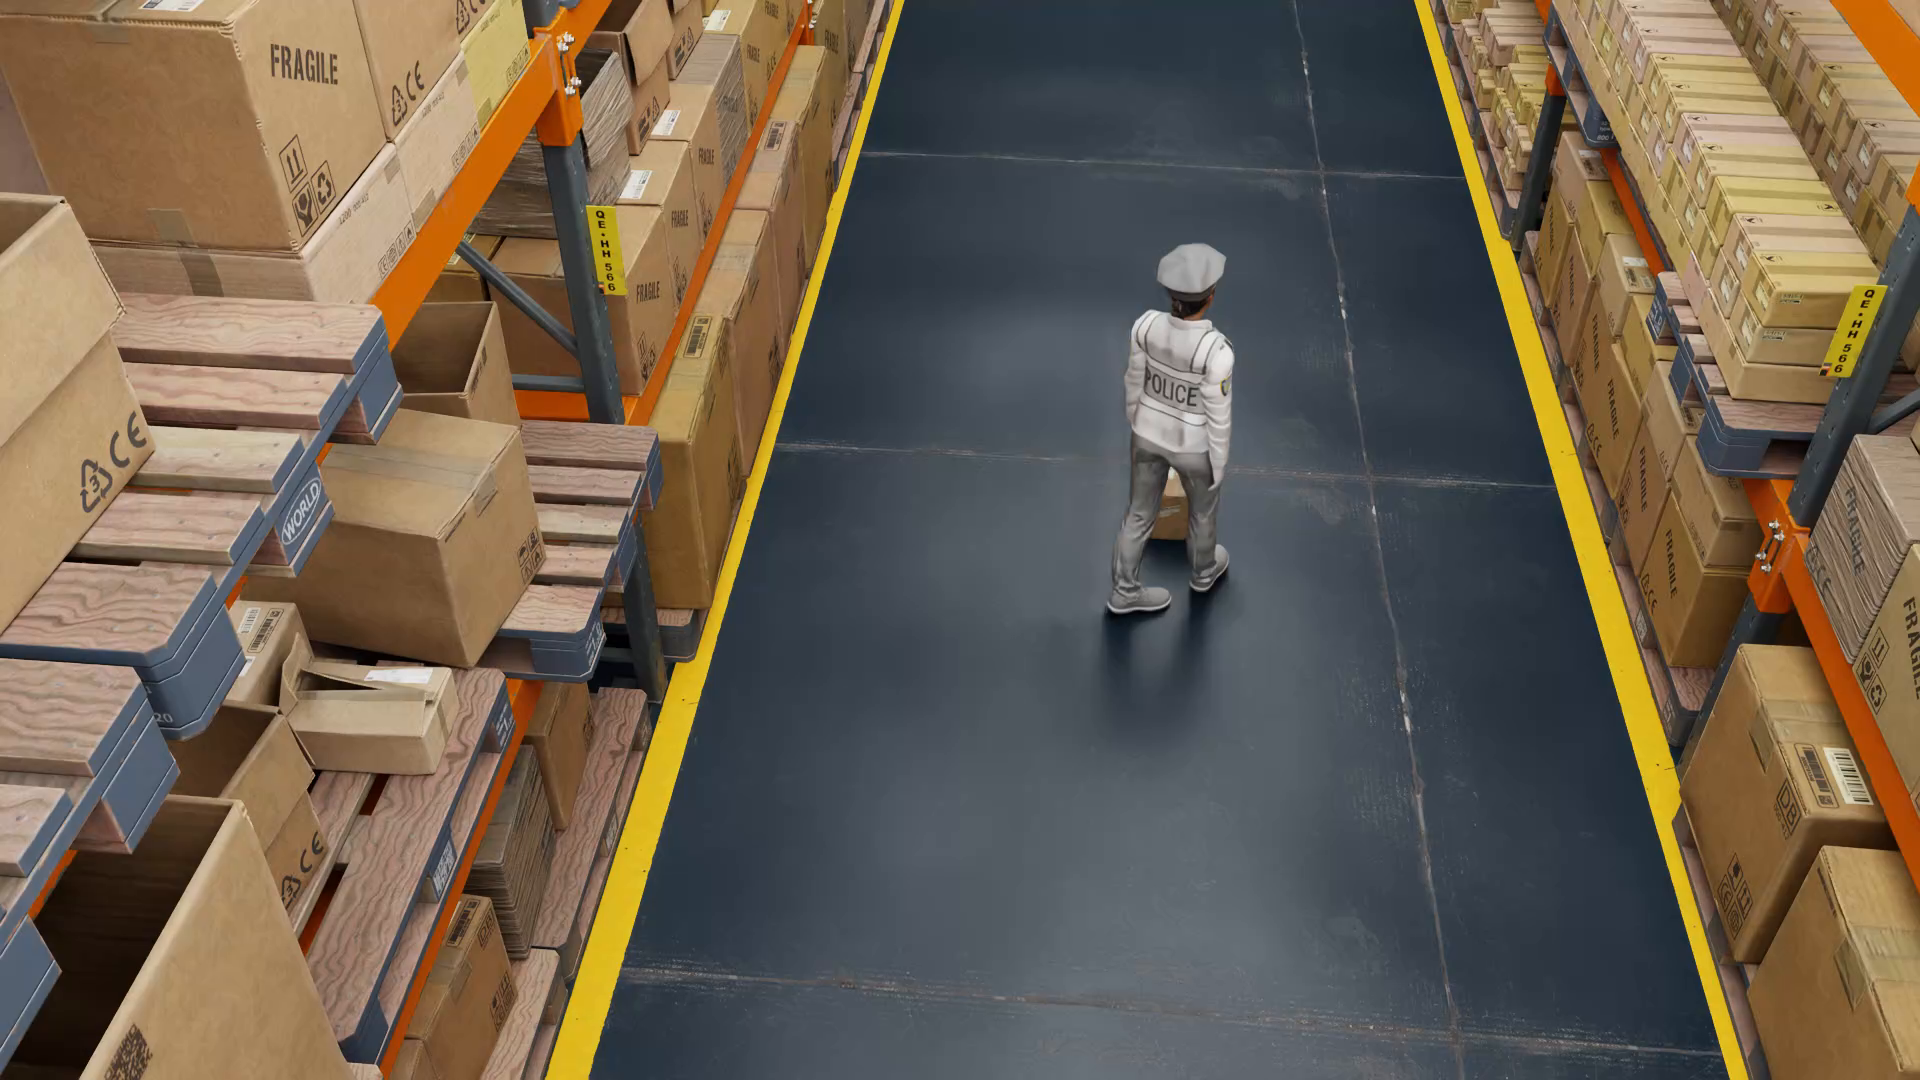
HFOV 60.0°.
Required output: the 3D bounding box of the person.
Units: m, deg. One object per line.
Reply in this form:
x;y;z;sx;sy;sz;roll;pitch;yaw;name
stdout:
0.902;-0.438;6.650;0.475;1.670;0.624;25;46;27;person
